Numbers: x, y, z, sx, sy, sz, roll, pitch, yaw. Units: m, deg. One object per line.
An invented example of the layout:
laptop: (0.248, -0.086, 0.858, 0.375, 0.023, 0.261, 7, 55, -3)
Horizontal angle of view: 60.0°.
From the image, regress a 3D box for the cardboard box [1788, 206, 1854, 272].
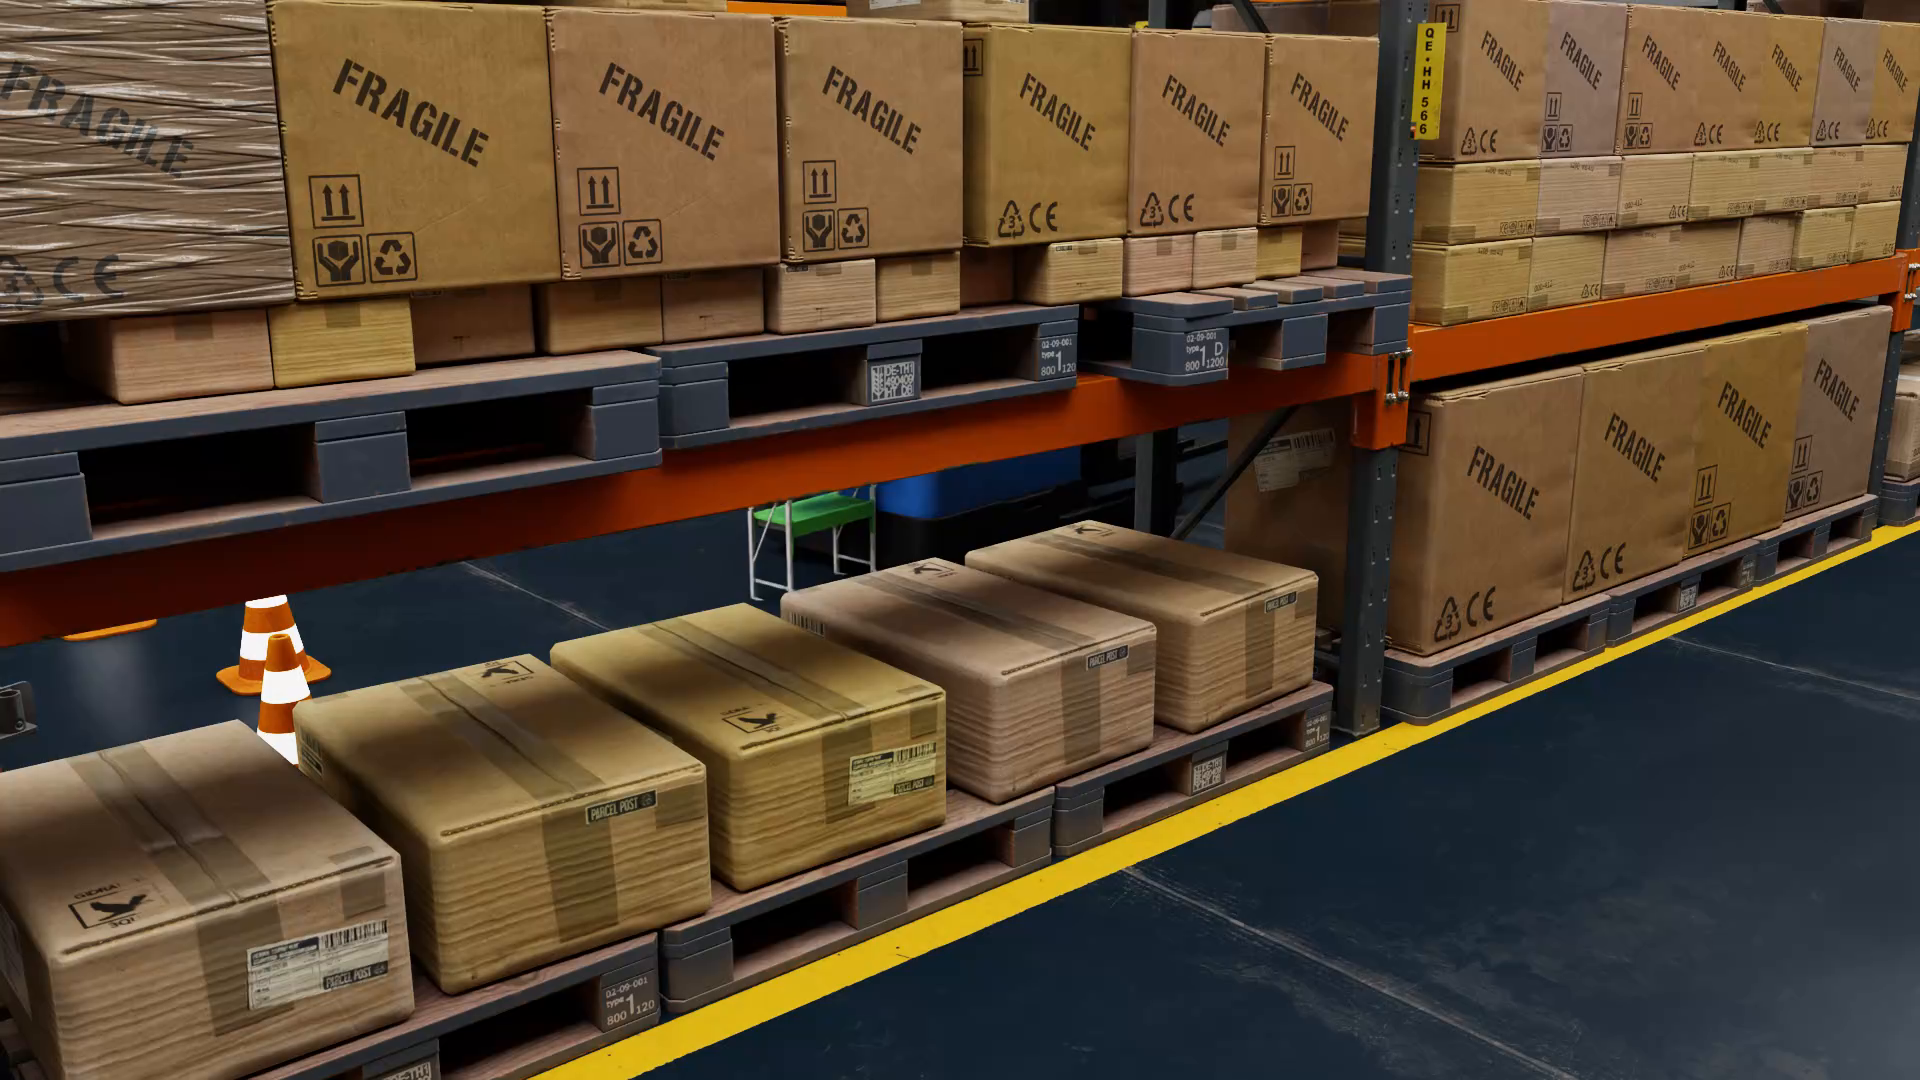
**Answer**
cardboard box: (3.453, -1.308, 7.125, 0.500, 0.250, 0.500, -13, 20, -40)

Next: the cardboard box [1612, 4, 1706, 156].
cardboard box: (2.294, -1.652, 5.990, 0.500, 0.500, 0.500, -12, 19, -38)

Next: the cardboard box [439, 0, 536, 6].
cardboard box: (-1.121, -1.237, 3.728, 0.250, 0.149, 0.380, -14, 20, -42)

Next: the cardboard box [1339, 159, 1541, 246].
cardboard box: (1.538, -1.121, 5.455, 0.500, 0.250, 0.500, -13, 20, -40)

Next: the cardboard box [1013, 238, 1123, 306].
cardboard box: (0.192, -0.693, 4.204, 0.250, 0.149, 0.380, -12, 19, -38)

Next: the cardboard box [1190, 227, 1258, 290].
cardboard box: (0.585, -0.783, 4.542, 0.250, 0.149, 0.380, -13, 20, -40)

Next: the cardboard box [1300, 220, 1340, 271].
cardboard box: (0.901, -0.894, 4.958, 0.250, 0.149, 0.380, -12, 19, -37)

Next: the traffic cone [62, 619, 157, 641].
traffic cone: (-3.347, 0.110, 6.443, 0.334, 0.463, 0.336, -13, 19, -39)

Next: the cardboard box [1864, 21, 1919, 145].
cardboard box: (3.839, -1.998, 7.287, 0.500, 0.500, 0.500, -12, 19, -38)

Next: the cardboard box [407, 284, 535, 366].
cardboard box: (-1.042, -0.453, 3.308, 0.250, 0.149, 0.380, -11, 19, -36)

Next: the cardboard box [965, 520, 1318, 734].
cardboard box: (0.561, 0.247, 5.293, 0.625, 0.372, 0.950, -14, 21, -43)

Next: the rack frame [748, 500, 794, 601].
rack frame: (-0.764, -0.319, 6.619, 0.240, 1.200, 0.015, 12, 19, 38)

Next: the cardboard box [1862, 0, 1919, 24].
cardboard box: (4.419, -2.439, 7.681, 0.250, 0.149, 0.380, -13, 20, -40)

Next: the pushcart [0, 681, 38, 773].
pushcart: (-3.559, 0.595, 4.790, 1.648, 0.377, 0.936, 8, 17, 28)

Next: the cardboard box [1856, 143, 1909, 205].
cardboard box: (3.838, -1.639, 7.394, 0.500, 0.250, 0.500, -13, 20, -39)

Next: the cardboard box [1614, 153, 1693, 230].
cardboard box: (2.312, -1.290, 6.089, 0.500, 0.250, 0.500, -13, 20, -40)

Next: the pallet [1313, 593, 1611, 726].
pallet: (1.638, 0.314, 6.164, 1.213, 0.211, 1.003, -13, 19, -39)

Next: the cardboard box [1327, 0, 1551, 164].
cardboard box: (1.526, -1.481, 5.351, 0.500, 0.500, 0.500, -14, 20, -41)

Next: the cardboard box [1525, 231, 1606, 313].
cardboard box: (1.903, -0.966, 5.844, 0.500, 0.250, 0.500, -13, 20, -41)

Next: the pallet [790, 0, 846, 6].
pallet: (-0.950, -5.269, 16.024, 1.213, 0.211, 1.003, -13, 19, -39)

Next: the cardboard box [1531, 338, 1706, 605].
cardboard box: (2.245, -0.341, 6.519, 0.875, 0.875, 0.875, -12, 19, -39)

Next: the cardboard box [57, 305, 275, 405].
cardboard box: (-1.400, -0.350, 2.921, 0.250, 0.149, 0.380, -12, 19, -39)

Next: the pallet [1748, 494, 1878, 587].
pallet: (3.478, -0.099, 7.711, 1.213, 0.211, 1.003, -13, 19, -39)

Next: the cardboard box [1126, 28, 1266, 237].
cardboard box: (0.450, -1.088, 4.427, 0.500, 0.500, 0.500, -13, 20, -40)

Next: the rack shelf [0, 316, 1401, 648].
rack shelf: (-0.515, -0.228, 4.183, 4.000, 0.370, 1.077, -13, 19, -39)

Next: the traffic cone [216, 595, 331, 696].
traffic cone: (-2.445, 0.263, 5.869, 0.334, 0.463, 0.336, -13, 19, -39)

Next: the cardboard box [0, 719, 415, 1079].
cardboard box: (-1.630, 0.741, 3.441, 0.625, 0.372, 0.950, -12, 19, -39)

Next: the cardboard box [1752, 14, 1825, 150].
cardboard box: (3.058, -1.827, 6.647, 0.500, 0.500, 0.500, -12, 19, -38)

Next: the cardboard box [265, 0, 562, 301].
cardboard box: (-1.105, -0.740, 3.123, 0.500, 0.500, 0.500, -13, 19, -39)

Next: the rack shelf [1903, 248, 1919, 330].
rack shelf: (5.520, -1.583, 9.257, 4.000, 0.370, 1.077, -13, 19, -39)

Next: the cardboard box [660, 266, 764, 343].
cardboard box: (-0.633, -0.530, 3.596, 0.250, 0.149, 0.380, -12, 19, -39)

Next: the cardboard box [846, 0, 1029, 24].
cardboard box: (-0.056, -1.290, 3.926, 0.250, 0.149, 0.380, -14, 20, -42)

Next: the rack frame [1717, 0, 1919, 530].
rack frame: (4.011, -1.591, 7.896, 0.127, 3.000, 1.000, -13, 19, -39)

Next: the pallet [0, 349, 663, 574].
pallet: (-1.352, -0.245, 3.225, 1.213, 0.211, 1.003, -13, 19, -39)

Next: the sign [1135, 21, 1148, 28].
sign: (0.627, -1.581, 5.612, 0.005, 0.325, 0.100, -13, 19, -39)

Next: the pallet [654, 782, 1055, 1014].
pallet: (-0.517, 0.771, 4.454, 1.213, 0.211, 1.003, -13, 19, -39)

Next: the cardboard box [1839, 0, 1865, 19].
cardboard box: (4.305, -2.574, 8.185, 0.250, 0.149, 0.380, -12, 19, -38)

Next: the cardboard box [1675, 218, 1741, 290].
cardboard box: (2.673, -1.138, 6.488, 0.500, 0.250, 0.500, -13, 19, -39)

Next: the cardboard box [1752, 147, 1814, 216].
cardboard box: (3.079, -1.464, 6.738, 0.500, 0.250, 0.500, -12, 19, -38)

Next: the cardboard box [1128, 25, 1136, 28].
cardboard box: (1.186, -3.242, 11.368, 0.500, 0.500, 0.500, -12, 19, -38)

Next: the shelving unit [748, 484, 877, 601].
shelving unit: (-0.607, -0.367, 6.800, 0.258, 1.200, 0.503, 12, 19, 38)

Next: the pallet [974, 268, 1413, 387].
pallet: (0.526, -0.680, 4.854, 1.003, 0.211, 1.213, -13, 19, -39)

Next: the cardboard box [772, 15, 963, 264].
cardboard box: (-0.342, -0.910, 3.760, 0.500, 0.500, 0.500, -14, 20, -42)

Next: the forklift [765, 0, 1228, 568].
forklift: (0.453, -1.574, 7.962, 1.130, 2.935, 3.031, 12, 19, 38)

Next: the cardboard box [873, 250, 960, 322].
cardboard box: (-0.216, -0.616, 3.917, 0.250, 0.149, 0.380, -13, 20, -41)

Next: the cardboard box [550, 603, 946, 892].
cardboard box: (-0.567, 0.500, 4.342, 0.625, 0.372, 0.950, -12, 19, -38)

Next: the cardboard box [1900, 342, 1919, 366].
cardboard box: (5.230, -0.794, 9.060, 0.875, 0.438, 0.875, -13, 20, -41)

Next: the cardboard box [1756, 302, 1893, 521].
cardboard box: (3.596, -0.647, 7.664, 0.875, 0.875, 0.875, -12, 19, -38)
